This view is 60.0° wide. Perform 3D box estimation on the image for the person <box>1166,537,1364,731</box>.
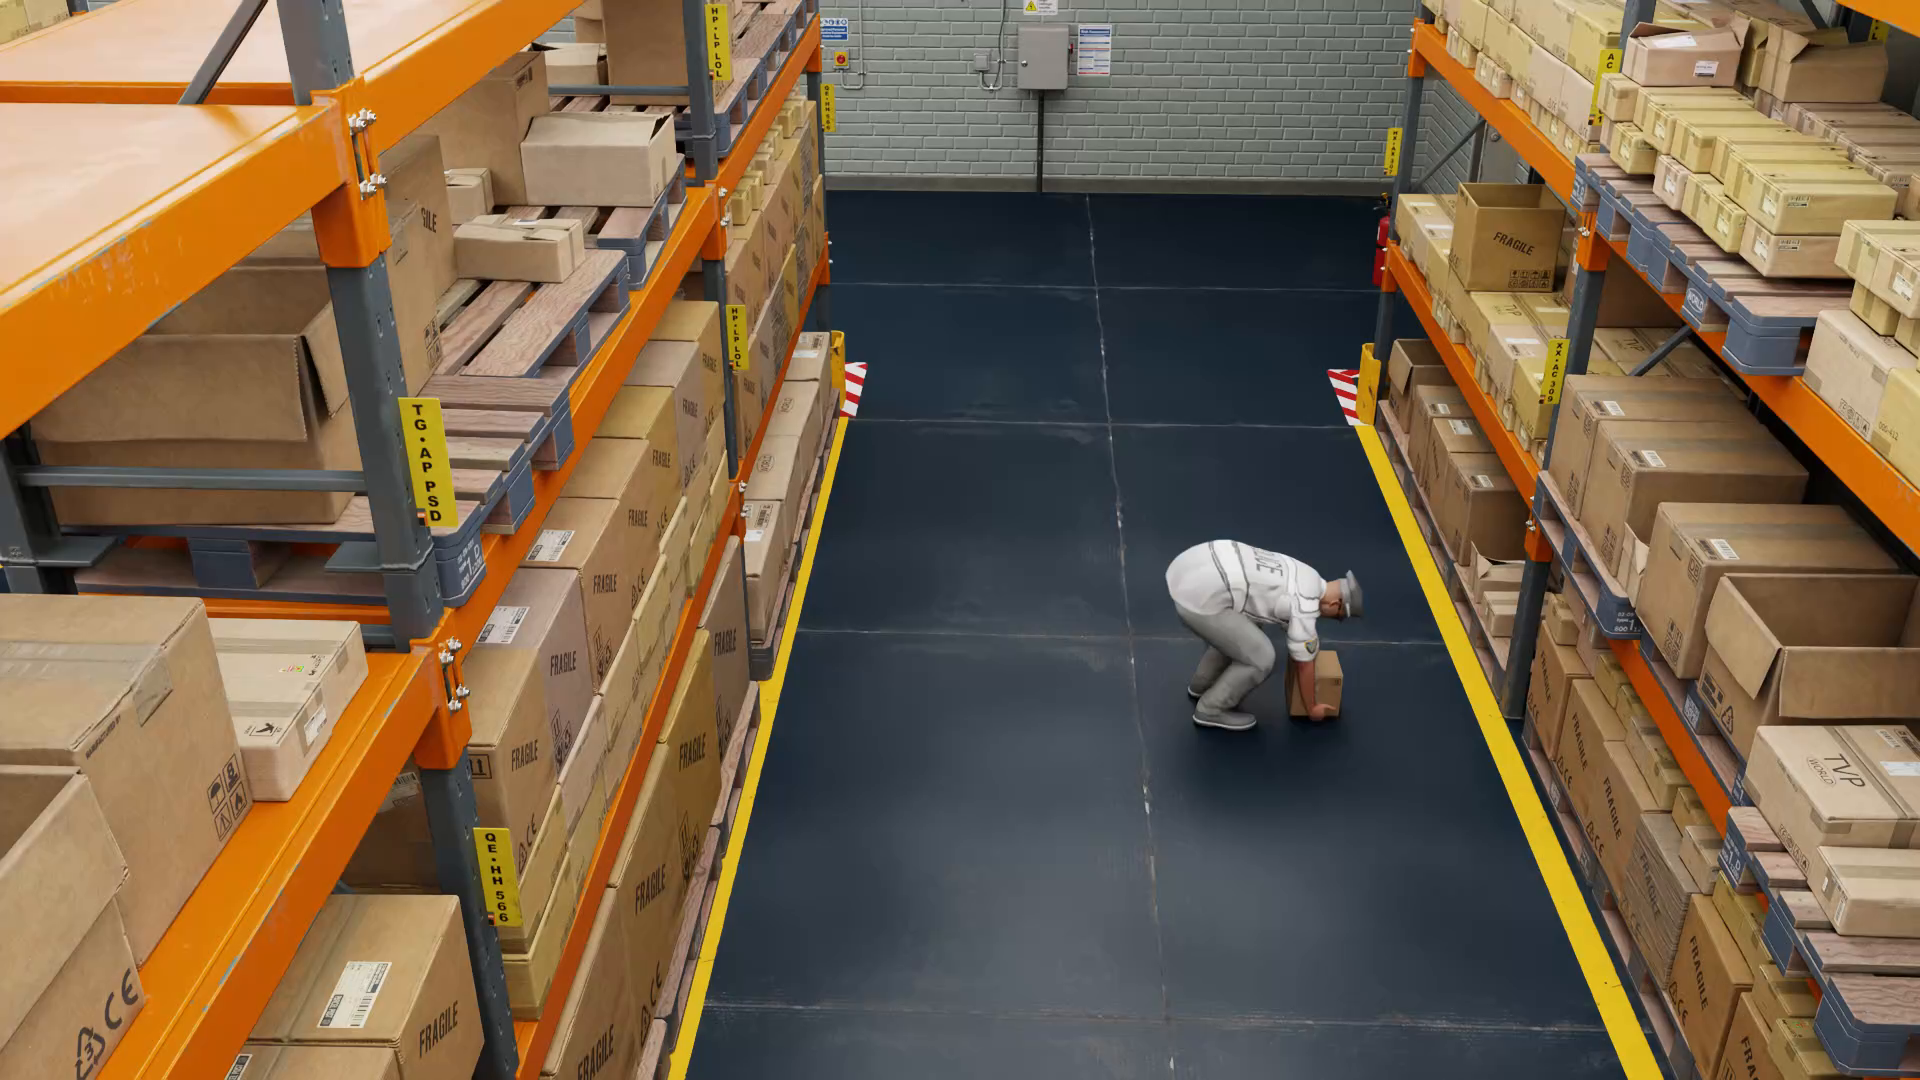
[{"bbox_3d":[1.563,0.467,8.570,1.023,0.967,0.538,0,28,-1],"label":"person"}]
